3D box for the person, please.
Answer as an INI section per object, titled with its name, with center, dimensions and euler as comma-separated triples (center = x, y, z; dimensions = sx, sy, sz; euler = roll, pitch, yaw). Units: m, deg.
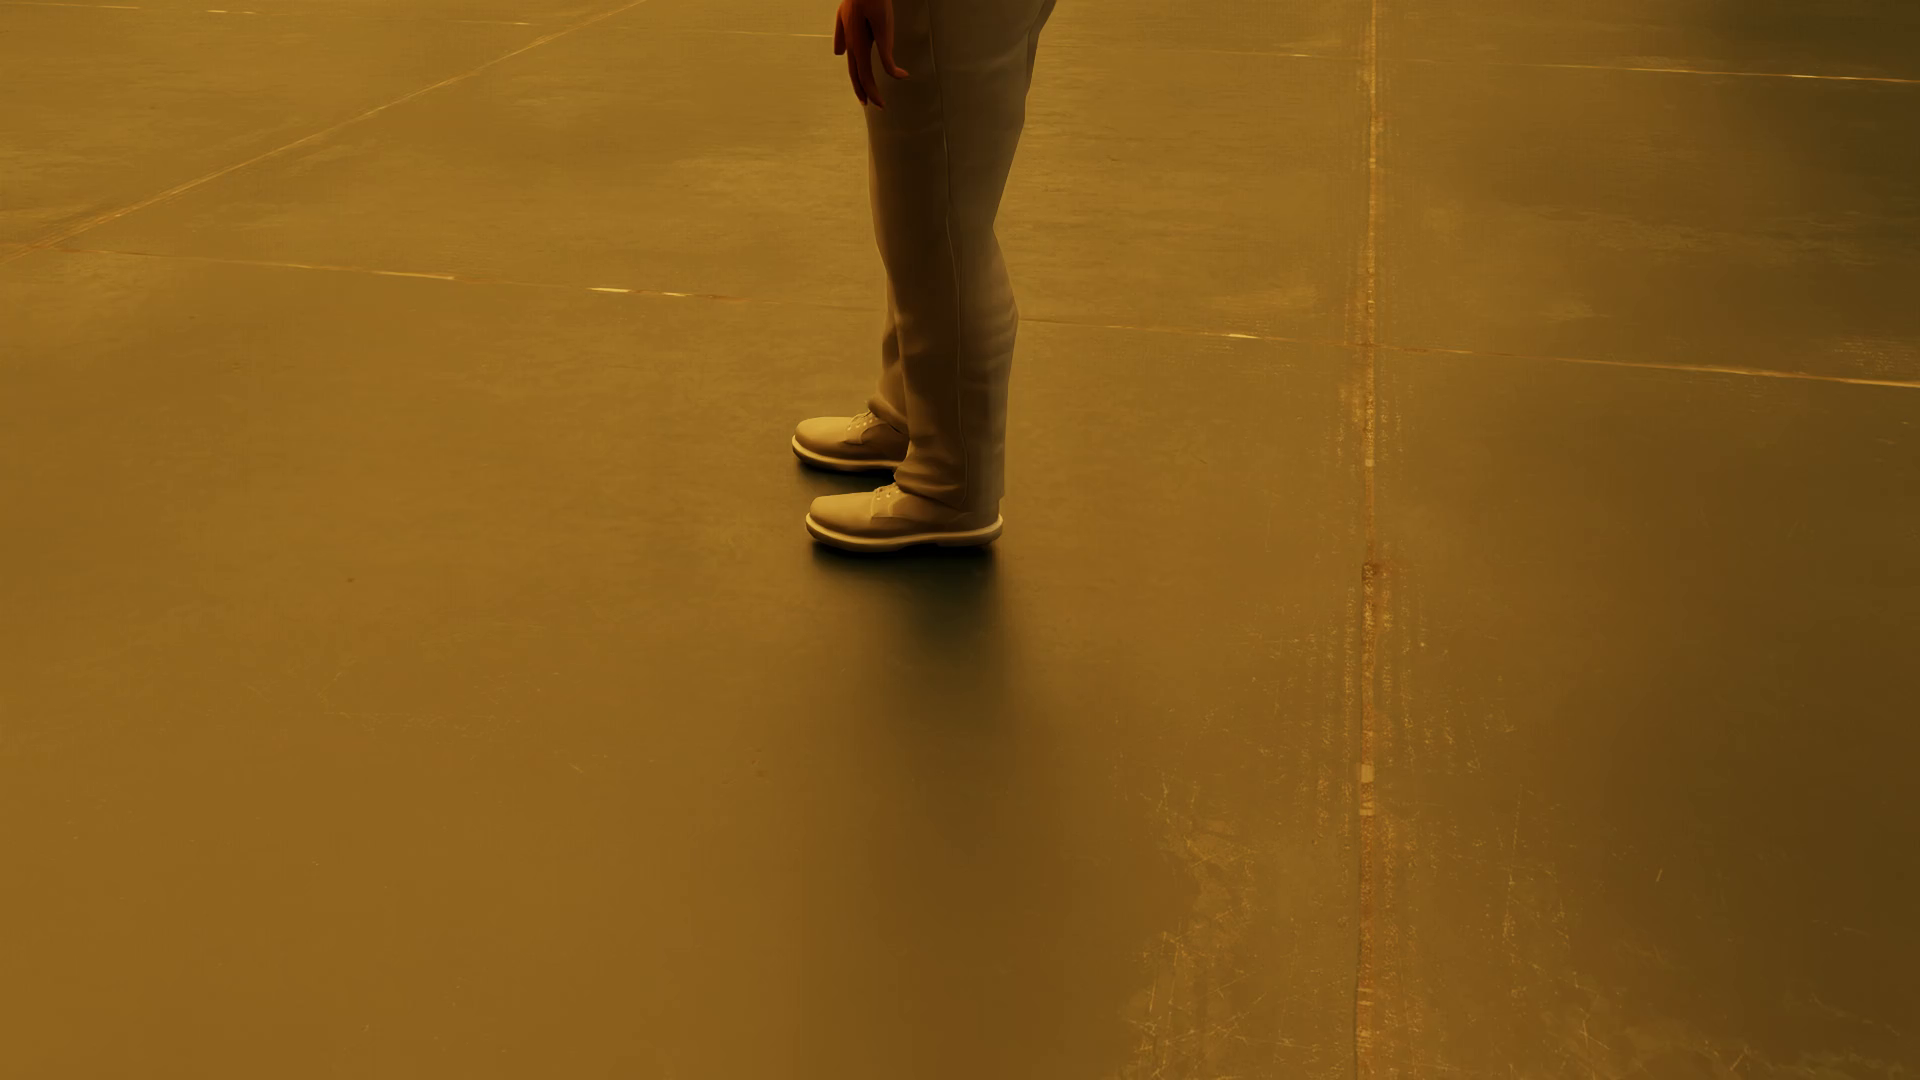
[person]
center = -0.068, -0.779, 2.147
dimensions = 0.530, 1.695, 0.569
euler = 6, 27, 11
